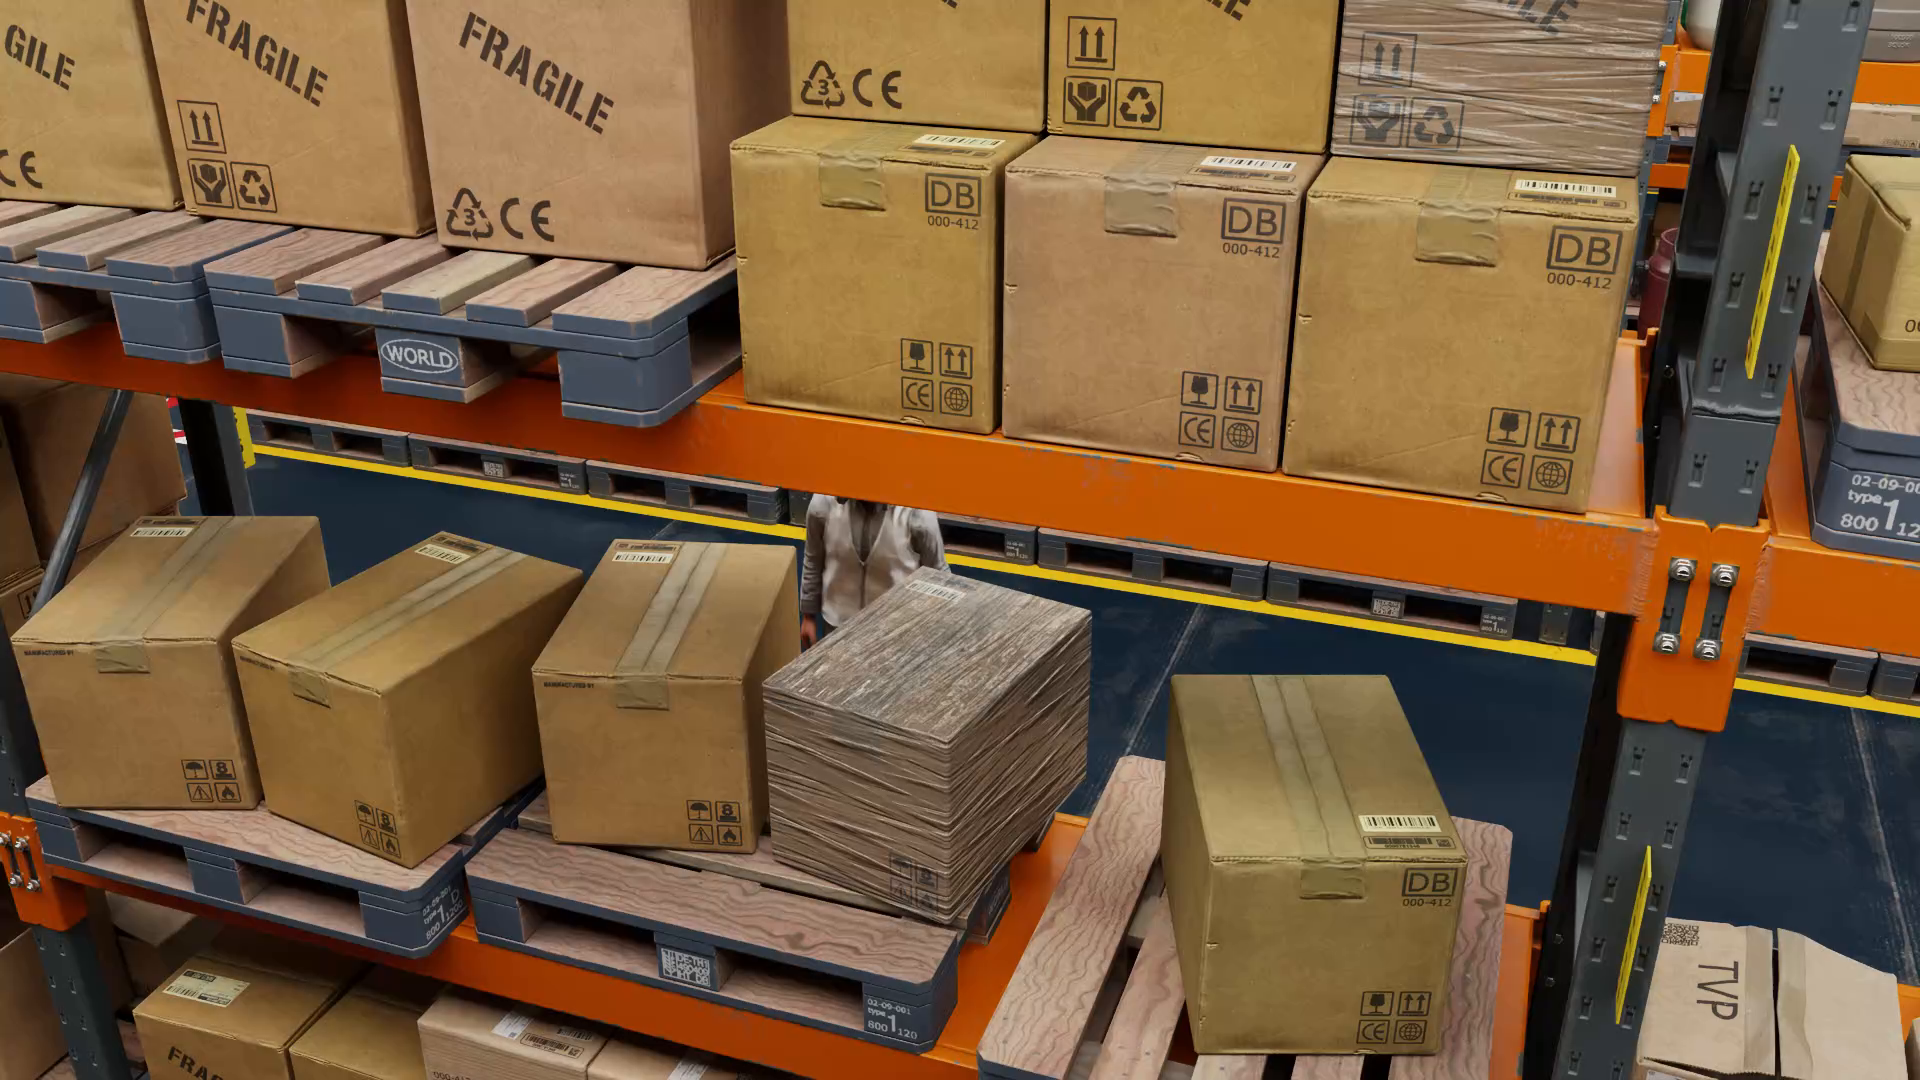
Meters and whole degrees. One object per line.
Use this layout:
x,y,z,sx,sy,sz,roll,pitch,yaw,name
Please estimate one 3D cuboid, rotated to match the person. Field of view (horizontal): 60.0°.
-0.332,0.327,6.395,0.593,1.773,0.457,7,27,15,person
